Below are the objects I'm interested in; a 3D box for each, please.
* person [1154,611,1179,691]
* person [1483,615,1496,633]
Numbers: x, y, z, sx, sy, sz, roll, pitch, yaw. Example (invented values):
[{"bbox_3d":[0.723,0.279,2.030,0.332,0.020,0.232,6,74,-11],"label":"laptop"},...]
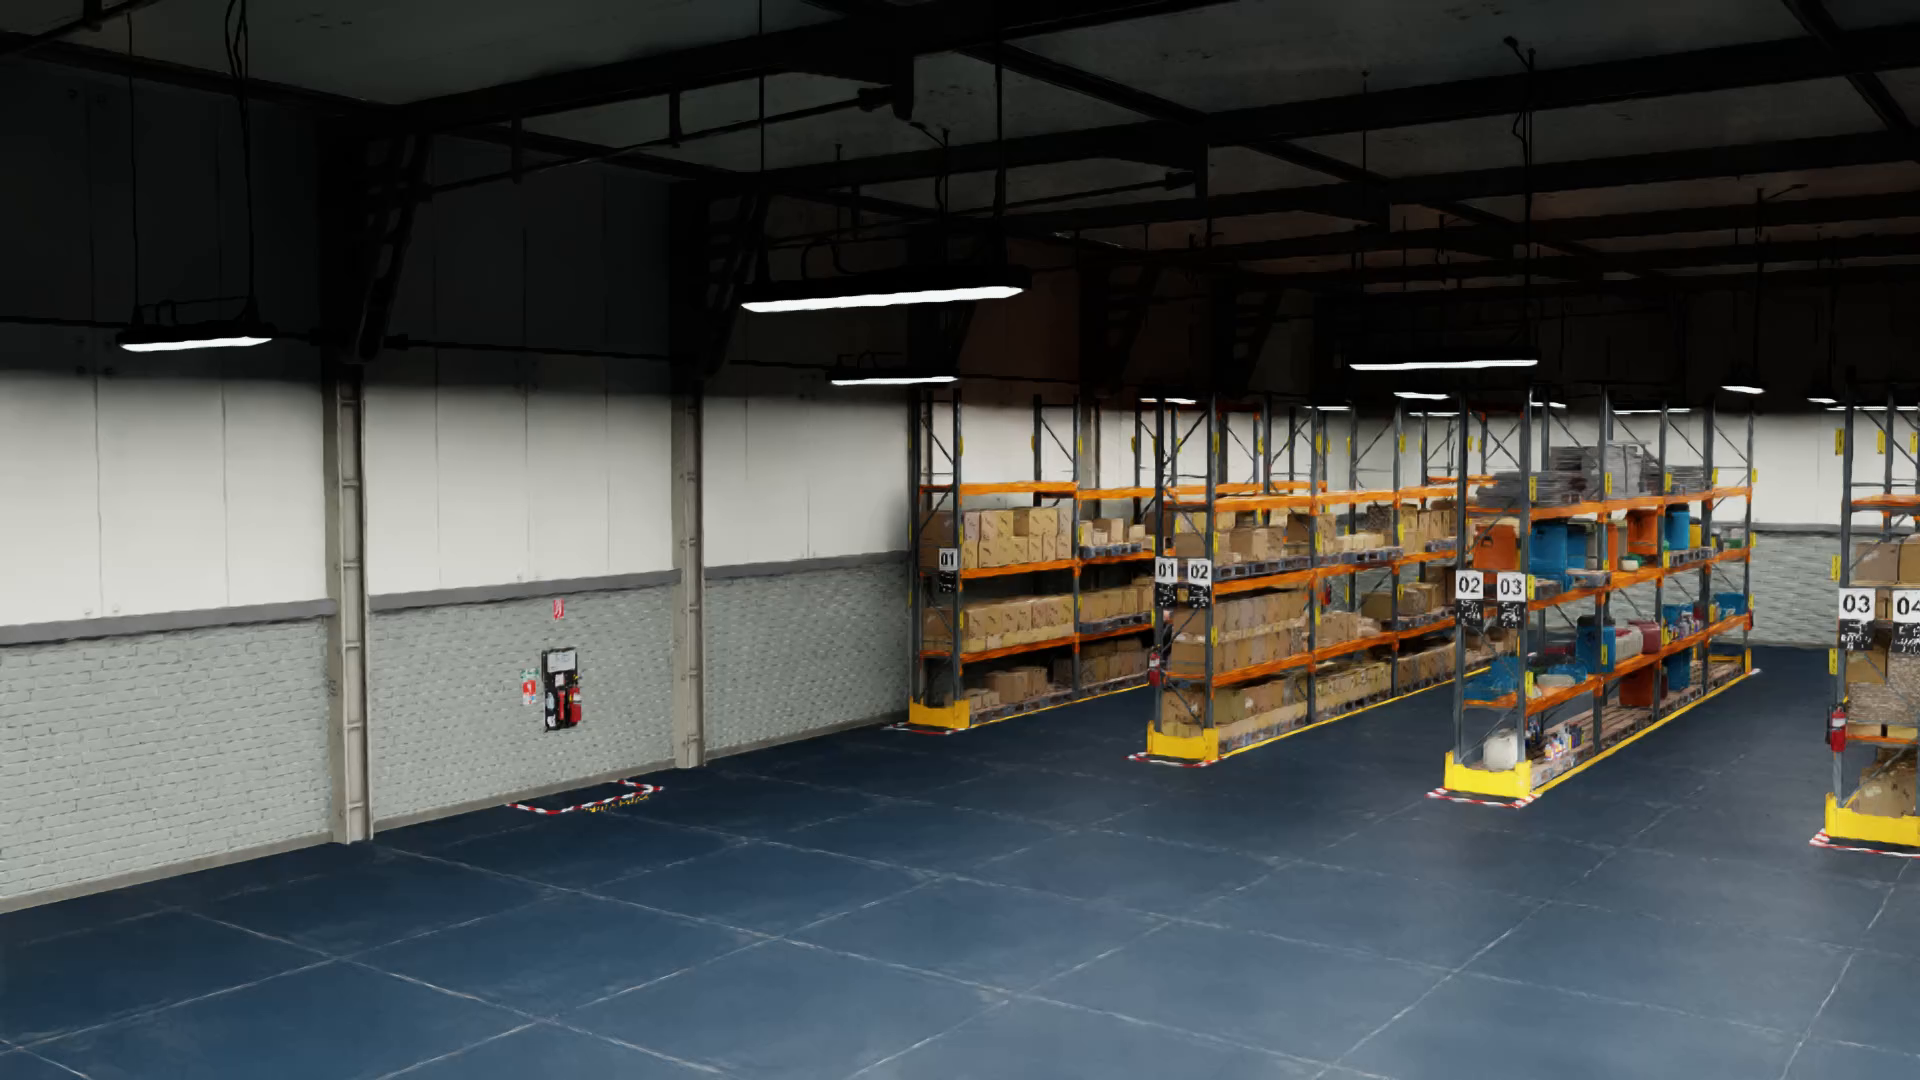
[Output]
[{"bbox_3d":[4.164,2.254,33.600,0.543,1.647,1.115,3,4,38],"label":"person"},{"bbox_3d":[13.248,1.765,41.448,0.736,1.763,0.488,-1,3,-9],"label":"person"}]
